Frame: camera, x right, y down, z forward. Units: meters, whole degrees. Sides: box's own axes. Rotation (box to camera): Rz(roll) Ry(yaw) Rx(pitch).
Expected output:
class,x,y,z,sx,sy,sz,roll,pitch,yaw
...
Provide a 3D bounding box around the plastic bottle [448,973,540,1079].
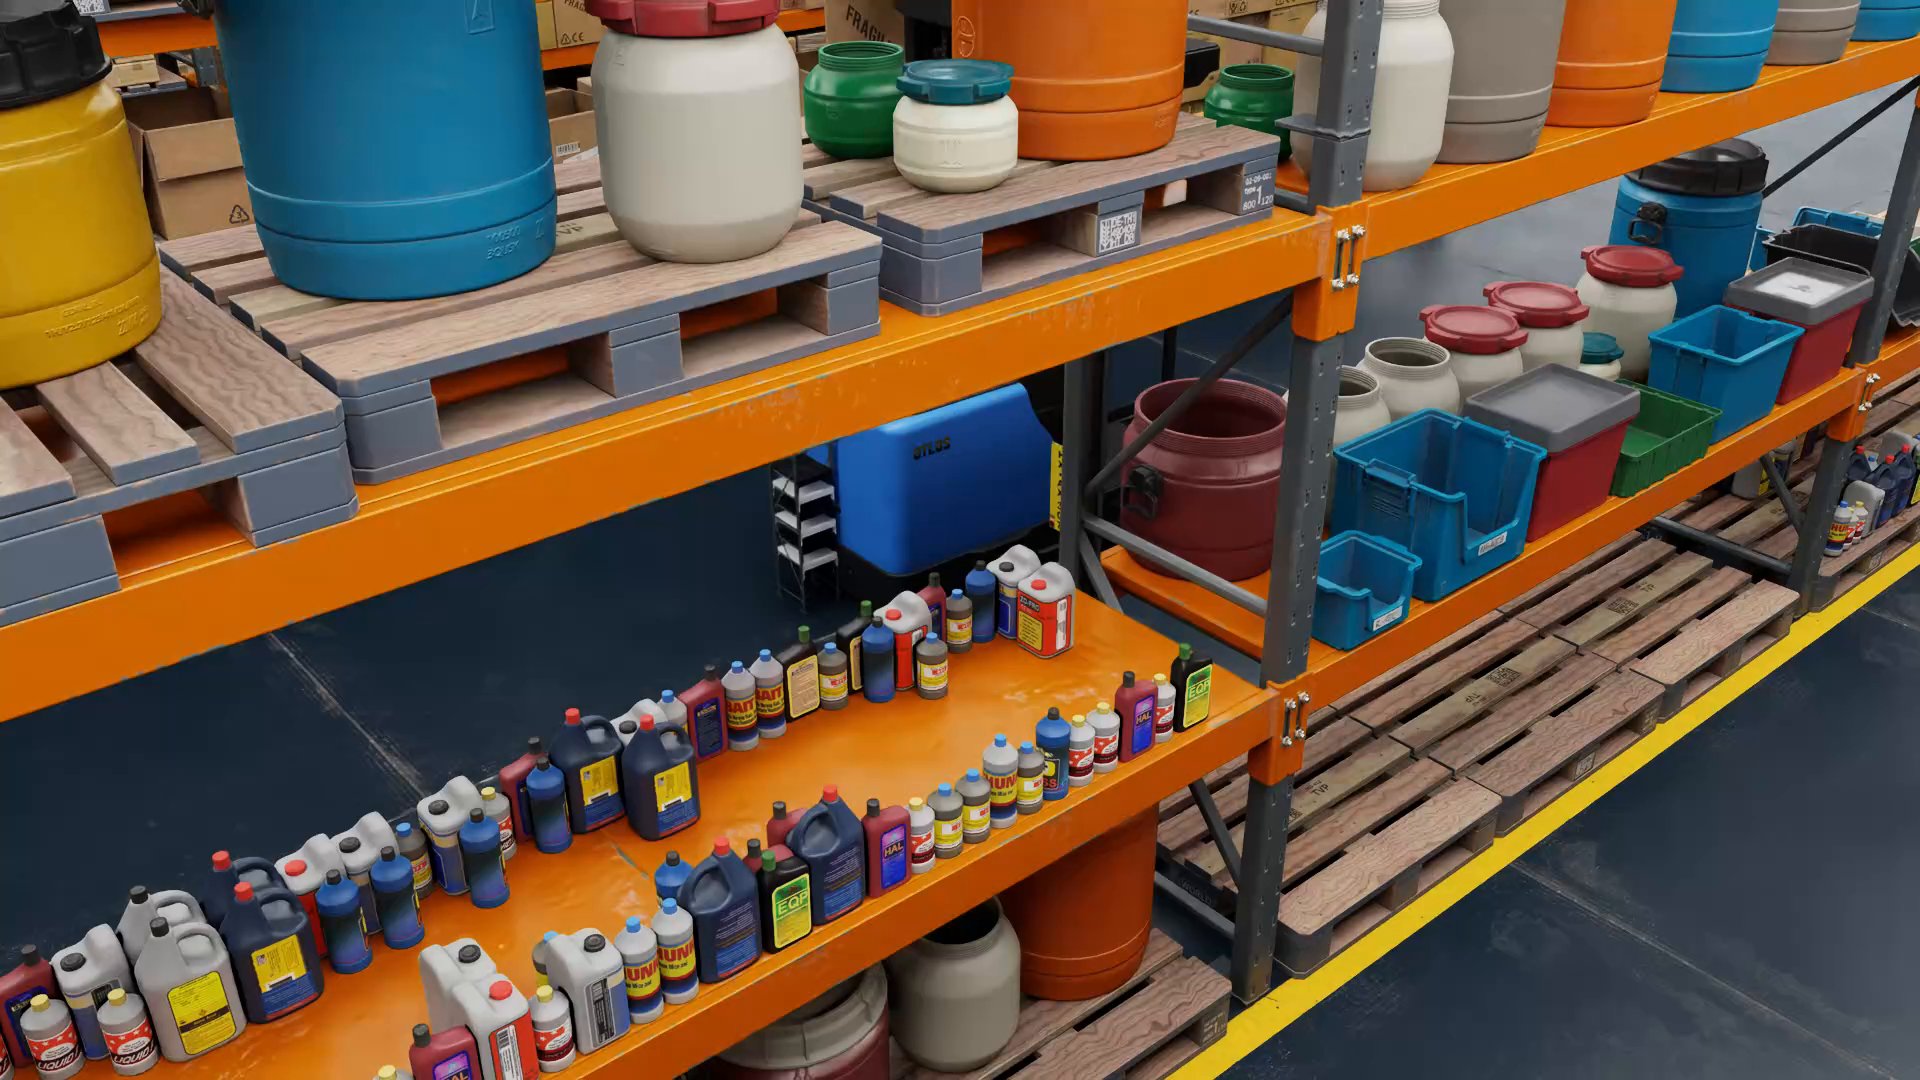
class,x,y,z,sx,sy,sz,roll,pitch,yaw
plastic bottle,-1.029,1.082,3.674,0.135,0.276,0.152,-22,35,-35

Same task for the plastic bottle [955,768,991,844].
class,x,y,z,sx,sy,sz,roll,pitch,yaw
plastic bottle,0.034,0.705,4.459,0.097,0.201,0.097,0,28,0

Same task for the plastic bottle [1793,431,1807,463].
class,x,y,z,sx,sy,sz,roll,pitch,yaw
plastic bottle,4.534,-0.556,9.024,0.133,0.283,0.061,-22,35,-35

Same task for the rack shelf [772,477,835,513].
class,x,y,z,sx,sy,sz,roll,pitch,yaw
rack shelf,-0.754,-0.237,7.924,0.200,0.077,0.258,-22,35,-33

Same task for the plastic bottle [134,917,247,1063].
class,x,y,z,sx,sy,sz,roll,pitch,yaw
plastic bottle,-1.752,0.991,3.766,0.185,0.351,0.144,-22,35,-35

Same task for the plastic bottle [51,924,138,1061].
class,x,y,z,sx,sy,sz,roll,pitch,yaw
plastic bottle,-1.965,1.022,3.786,0.135,0.276,0.152,-22,35,-35

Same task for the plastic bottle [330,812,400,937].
class,x,y,z,sx,sy,sz,roll,pitch,yaw
plastic bottle,-1.479,0.827,4.152,0.135,0.276,0.152,-22,35,-35

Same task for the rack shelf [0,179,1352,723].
class,x,y,z,sx,sy,sz,roll,pitch,yaw
rack shelf,-0.811,-0.302,3.713,4.000,0.370,1.077,-22,35,-35

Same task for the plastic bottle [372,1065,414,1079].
class,x,y,z,sx,sy,sz,roll,pitch,yaw
plastic bottle,-1.201,1.201,3.530,0.097,0.201,0.097,0,28,0

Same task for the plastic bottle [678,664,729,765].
class,x,y,z,sx,sy,sz,roll,pitch,yaw
plastic bottle,-0.737,0.497,4.761,0.133,0.283,0.061,-22,35,-35

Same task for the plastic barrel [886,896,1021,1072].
class,x,y,z,sx,sy,sz,roll,pitch,yaw
plastic barrel,-0.022,1.365,5.208,0.421,0.512,0.421,0,28,0

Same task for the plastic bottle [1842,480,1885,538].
class,x,y,z,sx,sy,sz,roll,pitch,yaw
plastic bottle,4.509,-0.173,8.315,0.135,0.276,0.152,-20,34,-33

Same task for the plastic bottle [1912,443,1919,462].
class,x,y,z,sx,sy,sz,roll,pitch,yaw
plastic bottle,5.104,-0.443,8.740,0.185,0.351,0.144,-22,35,-35

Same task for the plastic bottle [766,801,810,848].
class,x,y,z,sx,sy,sz,roll,pitch,yaw
plastic bottle,-0.424,0.775,4.241,0.133,0.283,0.061,-22,35,-35

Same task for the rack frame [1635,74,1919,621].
class,x,y,z,sx,sy,sz,roll,pitch,yaw
rack frame,3.753,-1.131,7.685,0.127,3.000,1.000,-22,35,-35

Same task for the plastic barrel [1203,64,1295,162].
class,x,y,z,sx,sy,sz,roll,pitch,yaw
plastic barrel,0.865,-1.256,4.900,0.294,0.245,0.294,0,28,0

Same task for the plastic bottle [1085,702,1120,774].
class,x,y,z,sx,sy,sz,roll,pitch,yaw
plastic bottle,0.404,0.556,4.738,0.097,0.201,0.097,0,28,0

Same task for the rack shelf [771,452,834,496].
class,x,y,z,sx,sy,sz,roll,pitch,yaw
rack shelf,-0.755,-0.316,7.881,0.200,0.077,0.258,-22,35,-33

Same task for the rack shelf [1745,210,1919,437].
class,x,y,z,sx,sy,sz,roll,pitch,yaw
rack shelf,5.275,-1.426,8.999,4.000,0.370,1.077,-22,35,-35

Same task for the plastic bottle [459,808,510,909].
class,x,y,z,sx,sy,sz,roll,pitch,yaw
plastic bottle,-1.207,0.797,4.212,0.097,0.271,0.097,0,28,0

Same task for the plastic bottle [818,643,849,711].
class,x,y,z,sx,sy,sz,roll,pitch,yaw
plastic bottle,-0.388,0.404,5.022,0.097,0.201,0.097,0,28,0

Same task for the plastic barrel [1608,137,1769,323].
class,x,y,z,sx,sy,sz,roll,pitch,yaw
plastic barrel,3.263,-1.343,7.549,0.708,0.901,0.600,-22,35,-35

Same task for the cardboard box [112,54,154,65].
class,x,y,z,sx,sy,sz,roll,pitch,yaw
cardboard box,-5.727,-3.384,11.406,0.250,0.149,0.380,-21,35,-34

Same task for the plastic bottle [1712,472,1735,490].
class,x,y,z,sx,sy,sz,roll,pitch,yaw
plastic bottle,4.056,-0.457,8.767,0.185,0.351,0.144,-23,36,-36

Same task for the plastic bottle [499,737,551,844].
class,x,y,z,sx,sy,sz,roll,pitch,yaw
plastic bottle,-1.156,0.666,4.446,0.133,0.283,0.061,-22,35,-35

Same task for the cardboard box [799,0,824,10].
class,x,y,z,sx,sy,sz,roll,pitch,yaw
cardboard box,-1.440,-5.199,15.137,0.550,0.550,0.875,-22,35,-35

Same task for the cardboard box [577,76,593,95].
class,x,y,z,sx,sy,sz,roll,pitch,yaw
cardboard box,-1.760,-2.299,9.318,0.500,0.500,0.700,-16,32,-28

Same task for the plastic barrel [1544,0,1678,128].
class,x,y,z,sx,sy,sz,roll,pitch,yaw
plastic barrel,1.974,-1.794,5.285,0.708,0.830,0.600,-22,35,-35

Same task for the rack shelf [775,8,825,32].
class,x,y,z,sx,sy,sz,roll,pitch,yaw
rack shelf,-1.082,-5.011,15.708,4.000,0.370,1.077,-22,35,-35

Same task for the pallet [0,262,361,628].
class,x,y,z,sx,sy,sz,roll,pitch,yaw
pallet,-1.800,-0.199,2.957,1.003,0.211,1.213,-22,35,-35

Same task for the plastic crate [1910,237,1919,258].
class,x,y,z,sx,sy,sz,roll,pitch,yaw
plastic crate,4.969,-1.352,8.322,0.662,0.188,0.450,-22,35,-35

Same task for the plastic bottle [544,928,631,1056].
class,x,y,z,sx,sy,sz,roll,pitch,yaw
plastic bottle,-0.852,1.011,3.806,0.135,0.276,0.152,-22,35,-35

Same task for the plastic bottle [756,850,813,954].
class,x,y,z,sx,sy,sz,roll,pitch,yaw
plastic bottle,-0.432,0.867,4.068,0.133,0.283,0.061,-22,35,-35

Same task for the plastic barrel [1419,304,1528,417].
class,x,y,z,sx,sy,sz,roll,pitch,yaw
plastic barrel,1.996,-0.620,6.584,0.433,0.535,0.433,0,28,0

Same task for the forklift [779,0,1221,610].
class,x,y,z,sx,sy,sz,roll,pitch,yaw
forklift,0.543,-1.471,8.393,3.031,2.935,1.130,-21,35,-34

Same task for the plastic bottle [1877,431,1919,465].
class,x,y,z,sx,sy,sz,roll,pitch,yaw
plastic bottle,4.989,-0.456,8.843,0.135,0.276,0.152,-22,35,-35

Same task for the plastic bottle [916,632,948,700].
class,x,y,z,sx,sy,sz,roll,pitch,yaw
plastic bottle,-0.085,0.377,5.073,0.097,0.201,0.097,0,28,0

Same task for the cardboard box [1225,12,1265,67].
class,x,y,z,sx,sy,sz,roll,pitch,yaw
cardboard box,1.639,-3.528,11.747,0.500,0.500,0.875,-22,35,-35

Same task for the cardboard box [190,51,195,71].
class,x,y,z,sx,sy,sz,roll,pitch,yaw
cardboard box,-5.478,-3.771,12.518,0.500,0.500,0.500,-22,35,-35

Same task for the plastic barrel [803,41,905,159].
class,x,y,z,sx,sy,sz,roll,pitch,yaw
plastic barrel,-0.245,-1.106,4.173,0.294,0.245,0.294,0,28,0

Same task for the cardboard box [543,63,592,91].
class,x,y,z,sx,sy,sz,roll,pitch,yaw
cardboard box,-3.017,-3.688,14.409,0.750,0.750,1.050,-22,35,-35

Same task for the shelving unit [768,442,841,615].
class,x,y,z,sx,sy,sz,roll,pitch,yaw
shelving unit,-0.751,-0.109,7.995,0.210,0.900,0.258,-22,35,-33

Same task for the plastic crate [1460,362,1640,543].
class,x,y,z,sx,sy,sz,roll,pitch,yaw
plastic crate,2.138,-0.321,6.099,0.583,0.464,0.402,-22,35,-35

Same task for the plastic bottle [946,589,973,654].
class,x,y,z,sx,sy,sz,roll,pitch,yaw
plastic bottle,-0.009,0.252,5.307,0.097,0.201,0.097,0,28,0

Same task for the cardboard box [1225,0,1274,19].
class,x,y,z,sx,sy,sz,roll,pitch,yaw
cardboard box,1.806,-3.876,11.338,0.500,0.500,0.500,-22,35,-35

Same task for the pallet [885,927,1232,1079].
class,x,y,z,sx,sy,sz,roll,pitch,yaw
pallet,0.138,1.578,5.573,1.213,0.211,1.003,-22,35,-35

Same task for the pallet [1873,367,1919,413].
class,x,y,z,sx,sy,sz,roll,pitch,yaw
pallet,6.148,-0.838,10.095,1.213,0.211,1.003,-22,35,-35

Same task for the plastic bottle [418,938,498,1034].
class,x,y,z,sx,sy,sz,roll,pitch,yaw
plastic bottle,-1.127,1.028,3.776,0.135,0.276,0.152,-22,35,-35
